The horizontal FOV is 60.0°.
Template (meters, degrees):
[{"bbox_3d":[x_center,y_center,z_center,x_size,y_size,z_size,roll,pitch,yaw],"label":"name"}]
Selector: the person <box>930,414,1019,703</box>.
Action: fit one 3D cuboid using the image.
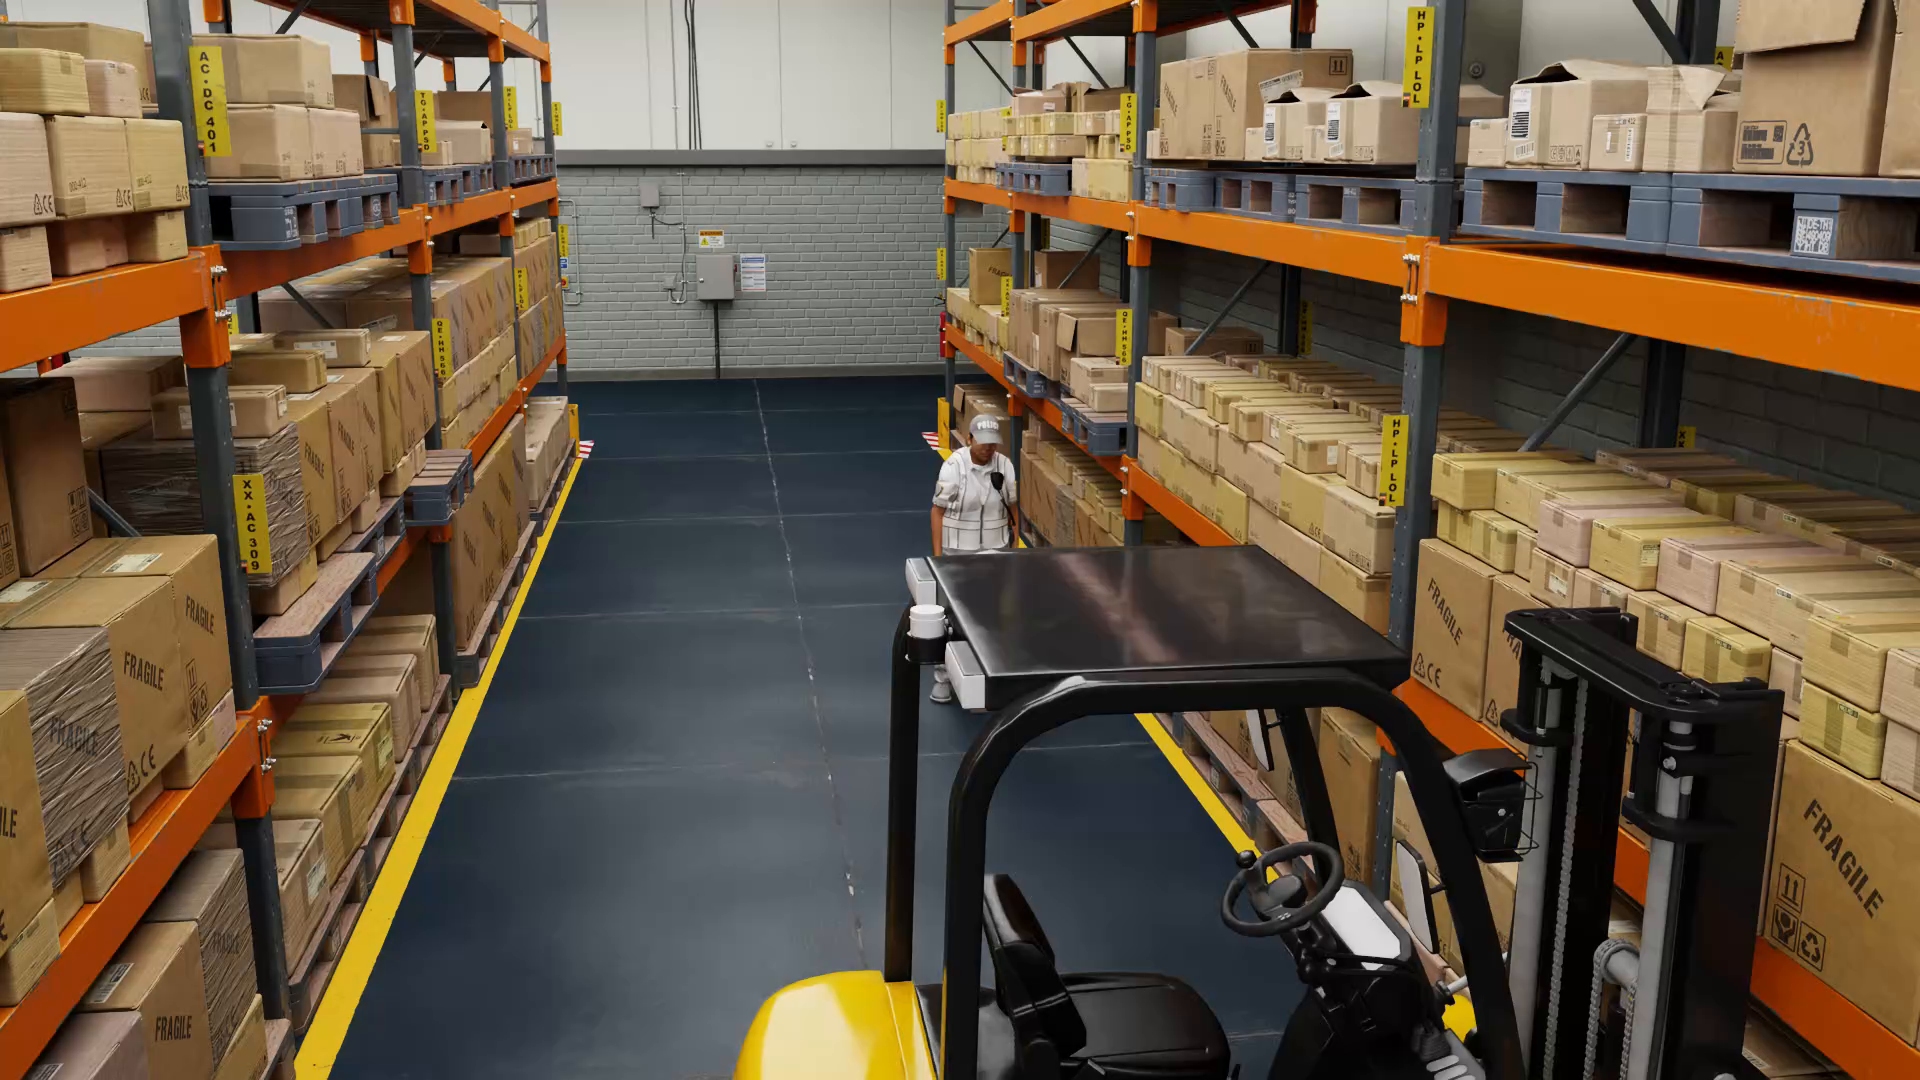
[{"bbox_3d":[0.083,0.090,9.592,0.560,1.665,0.468,-3,14,-13],"label":"person"}]
